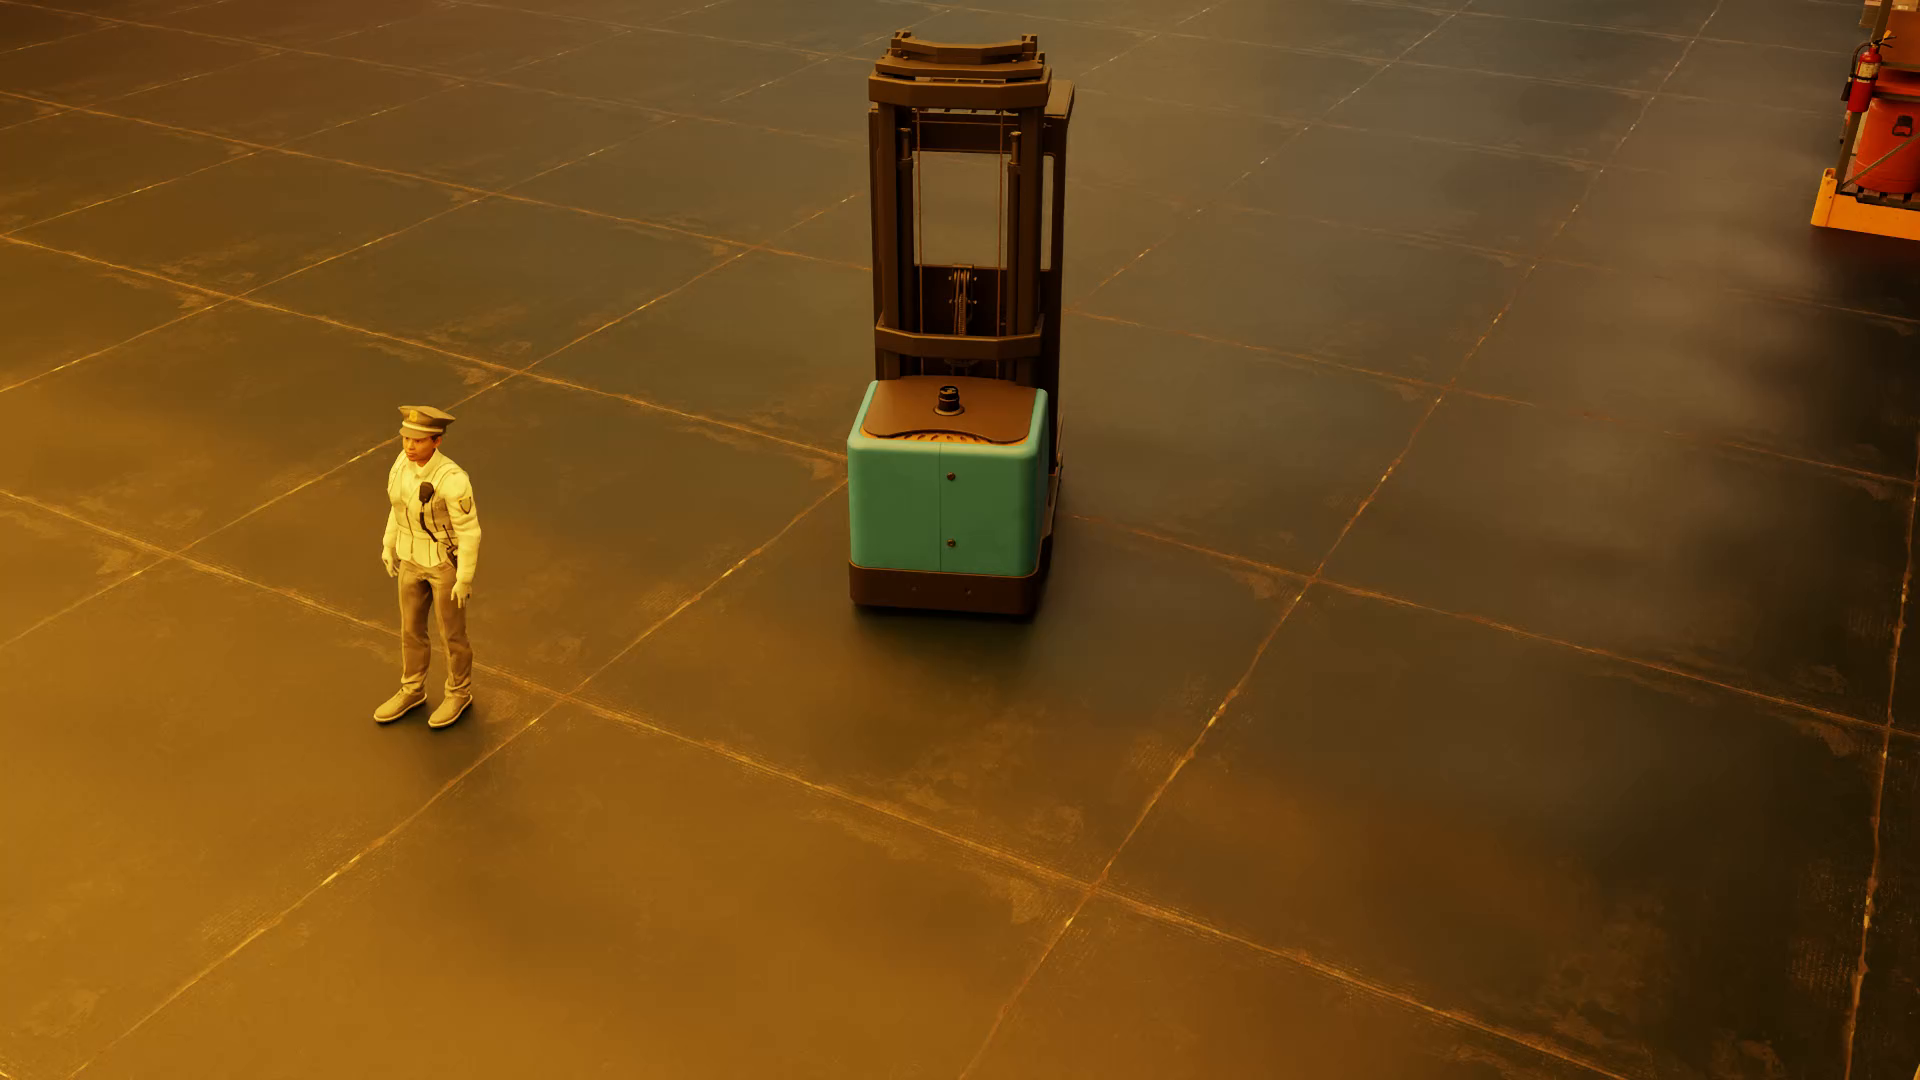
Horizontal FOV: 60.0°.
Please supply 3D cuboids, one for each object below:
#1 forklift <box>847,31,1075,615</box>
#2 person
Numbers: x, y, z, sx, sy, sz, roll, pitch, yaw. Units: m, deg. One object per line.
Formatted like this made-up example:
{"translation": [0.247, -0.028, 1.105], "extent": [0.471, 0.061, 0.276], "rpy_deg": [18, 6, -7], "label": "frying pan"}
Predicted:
{"translation": [0.072, -1.572, 9.794], "extent": [1.130, 2.935, 3.031], "rpy_deg": [3, 30, 6], "label": "forklift"}
{"translation": [-2.599, 0.138, 8.054], "extent": [0.587, 1.695, 0.532], "rpy_deg": [17, 34, 27], "label": "person"}
